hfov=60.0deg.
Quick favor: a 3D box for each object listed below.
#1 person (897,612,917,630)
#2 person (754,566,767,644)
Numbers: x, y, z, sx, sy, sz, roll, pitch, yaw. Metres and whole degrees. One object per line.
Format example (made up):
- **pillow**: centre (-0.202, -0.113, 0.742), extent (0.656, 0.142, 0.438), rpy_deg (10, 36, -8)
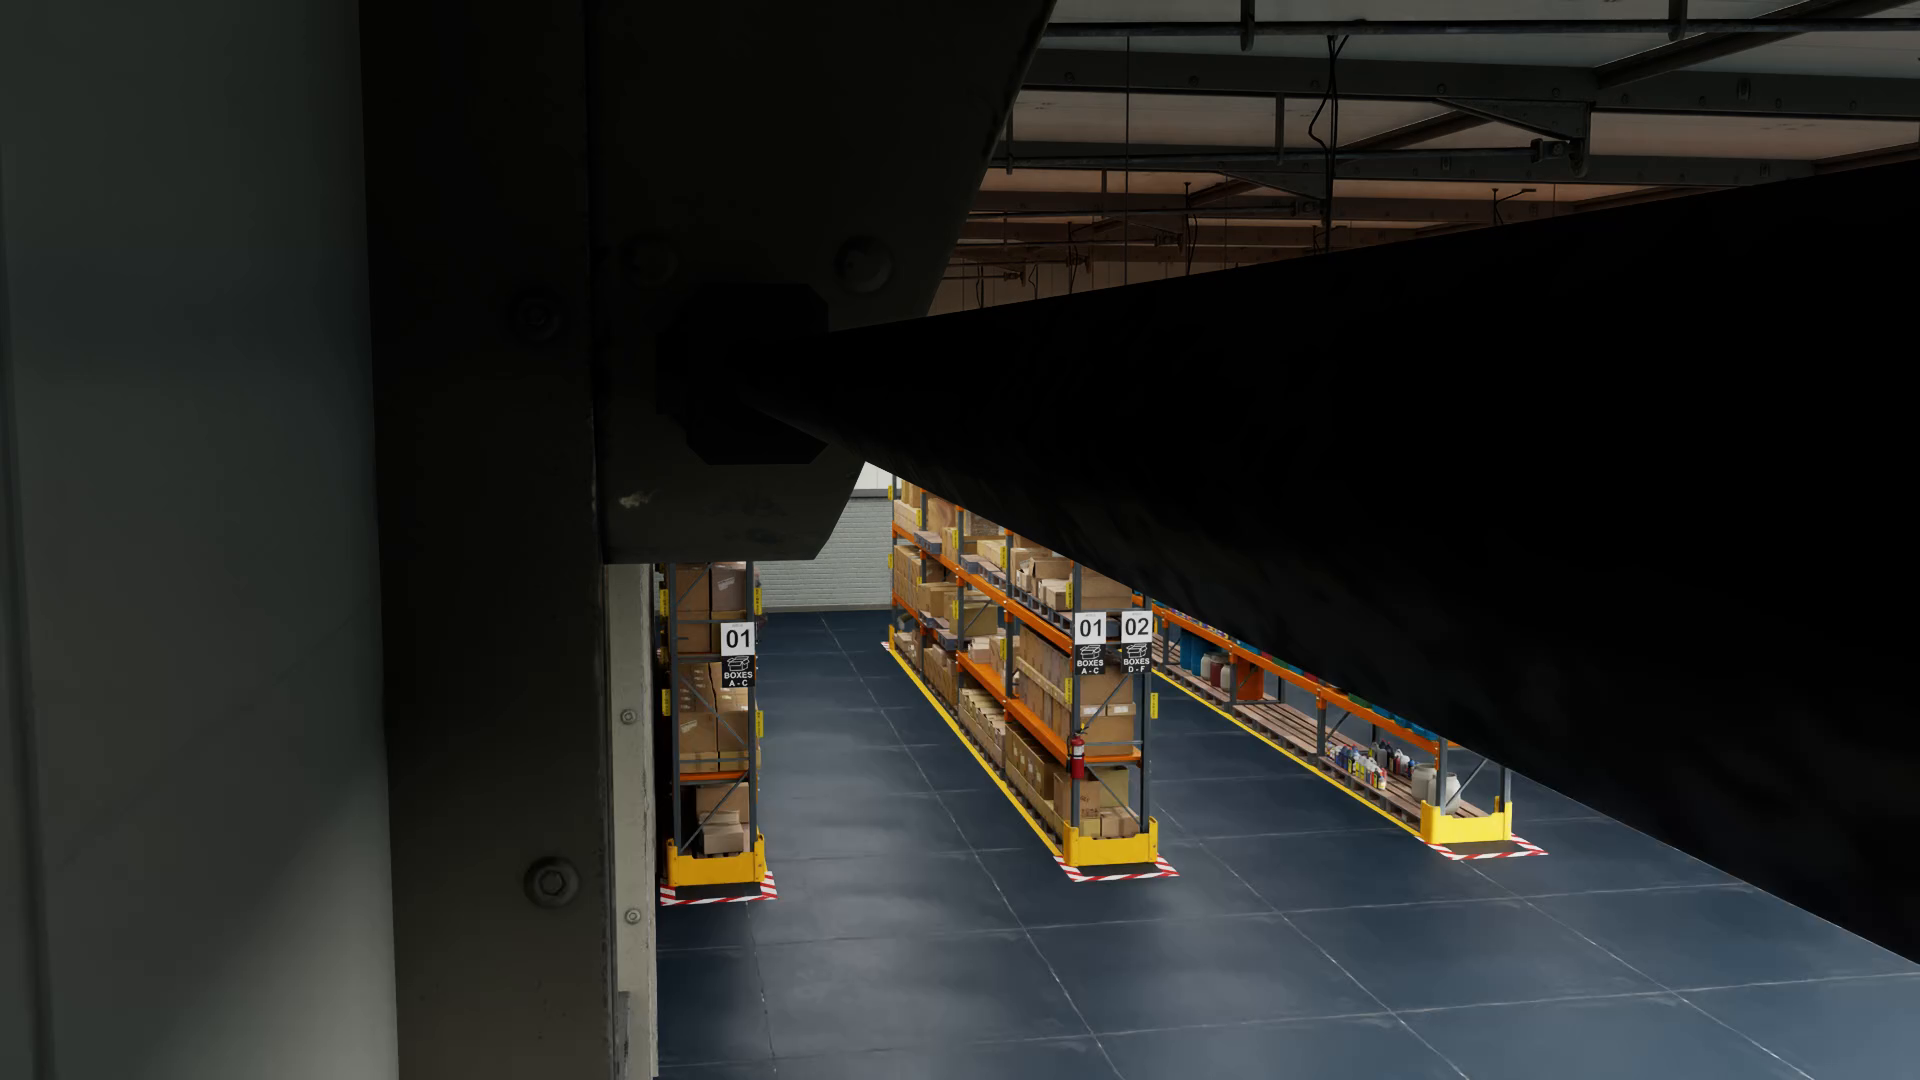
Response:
- **person**: centre (-1.076, 1.315, 38.635), extent (0.741, 1.658, 0.626), rpy_deg (0, 6, 4)
- **person**: centre (-4.553, 1.445, 37.198), extent (0.429, 1.727, 0.560), rpy_deg (-1, 6, -12)
